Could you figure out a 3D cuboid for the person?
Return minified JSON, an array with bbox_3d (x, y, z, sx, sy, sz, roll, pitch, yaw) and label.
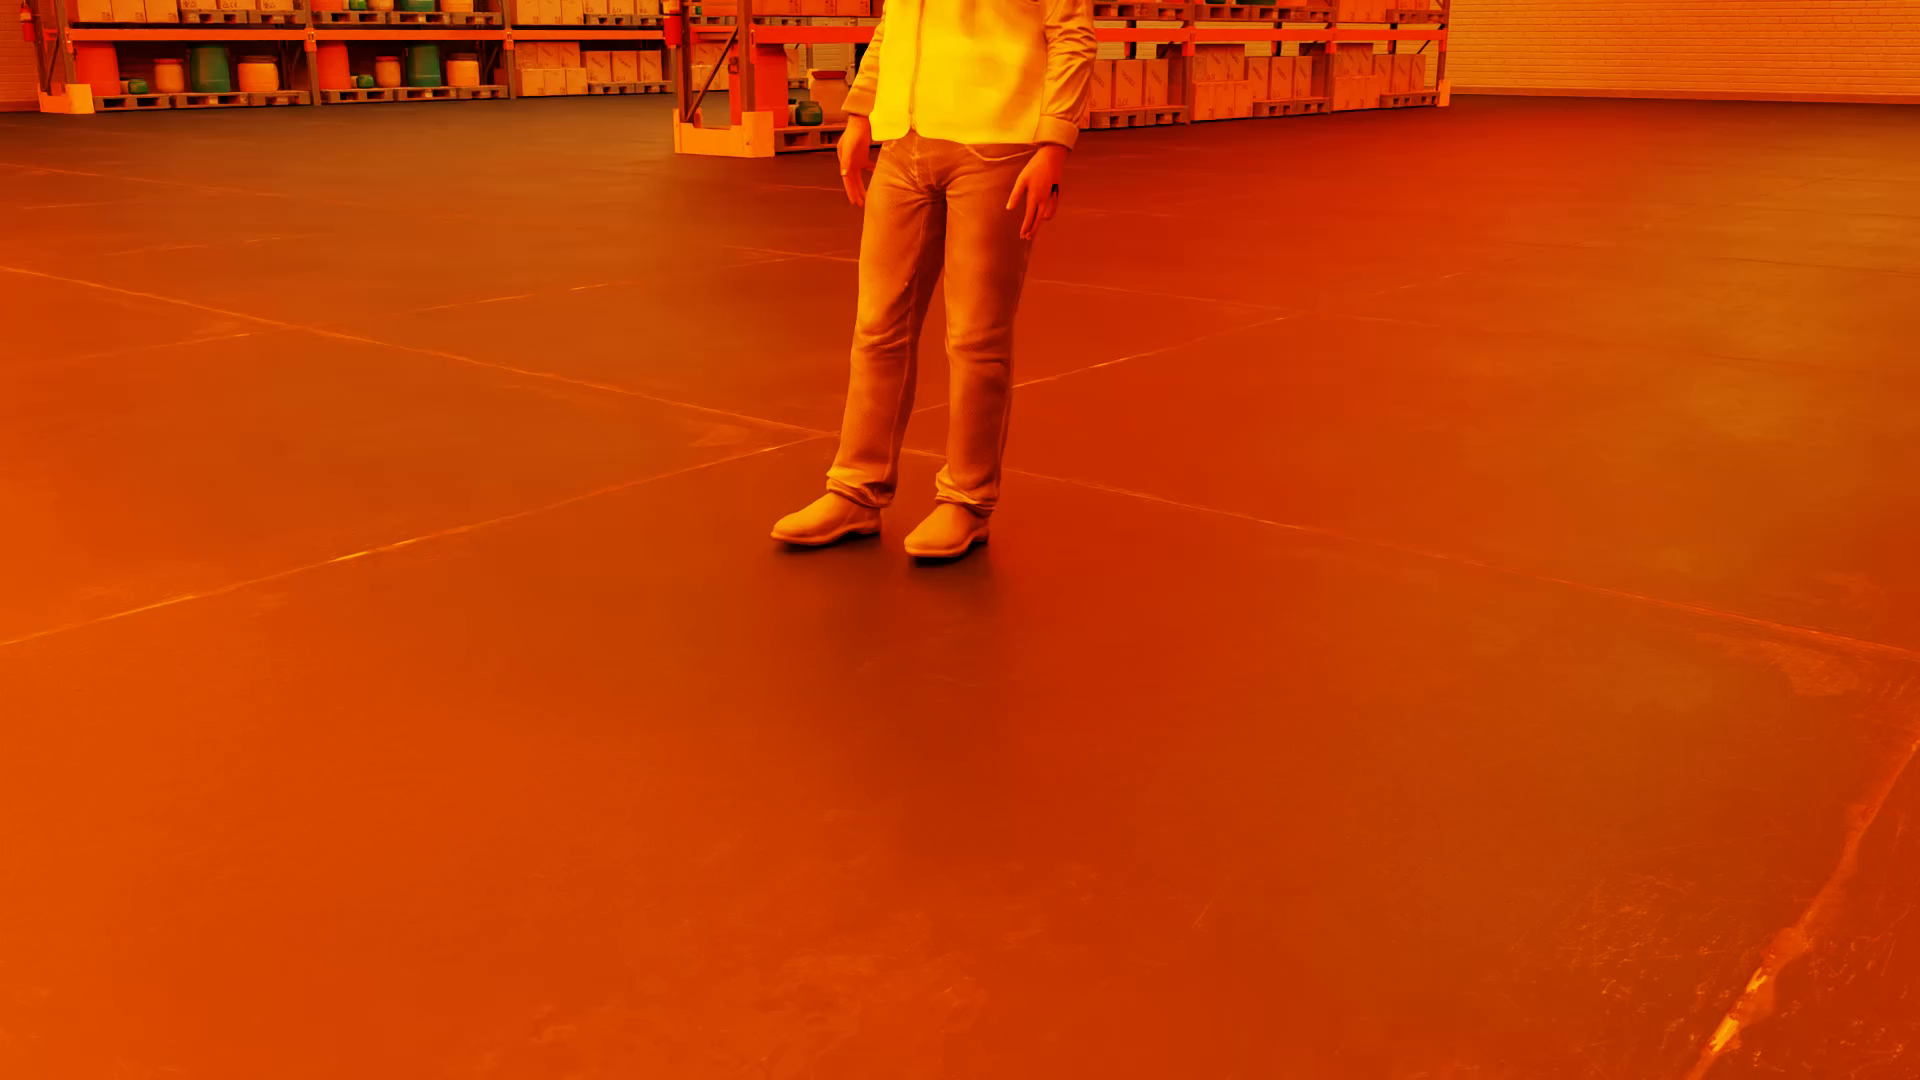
[{"bbox_3d":[-0.046,-0.843,3.640,0.634,1.775,0.566,13,21,37],"label":"person"}]
